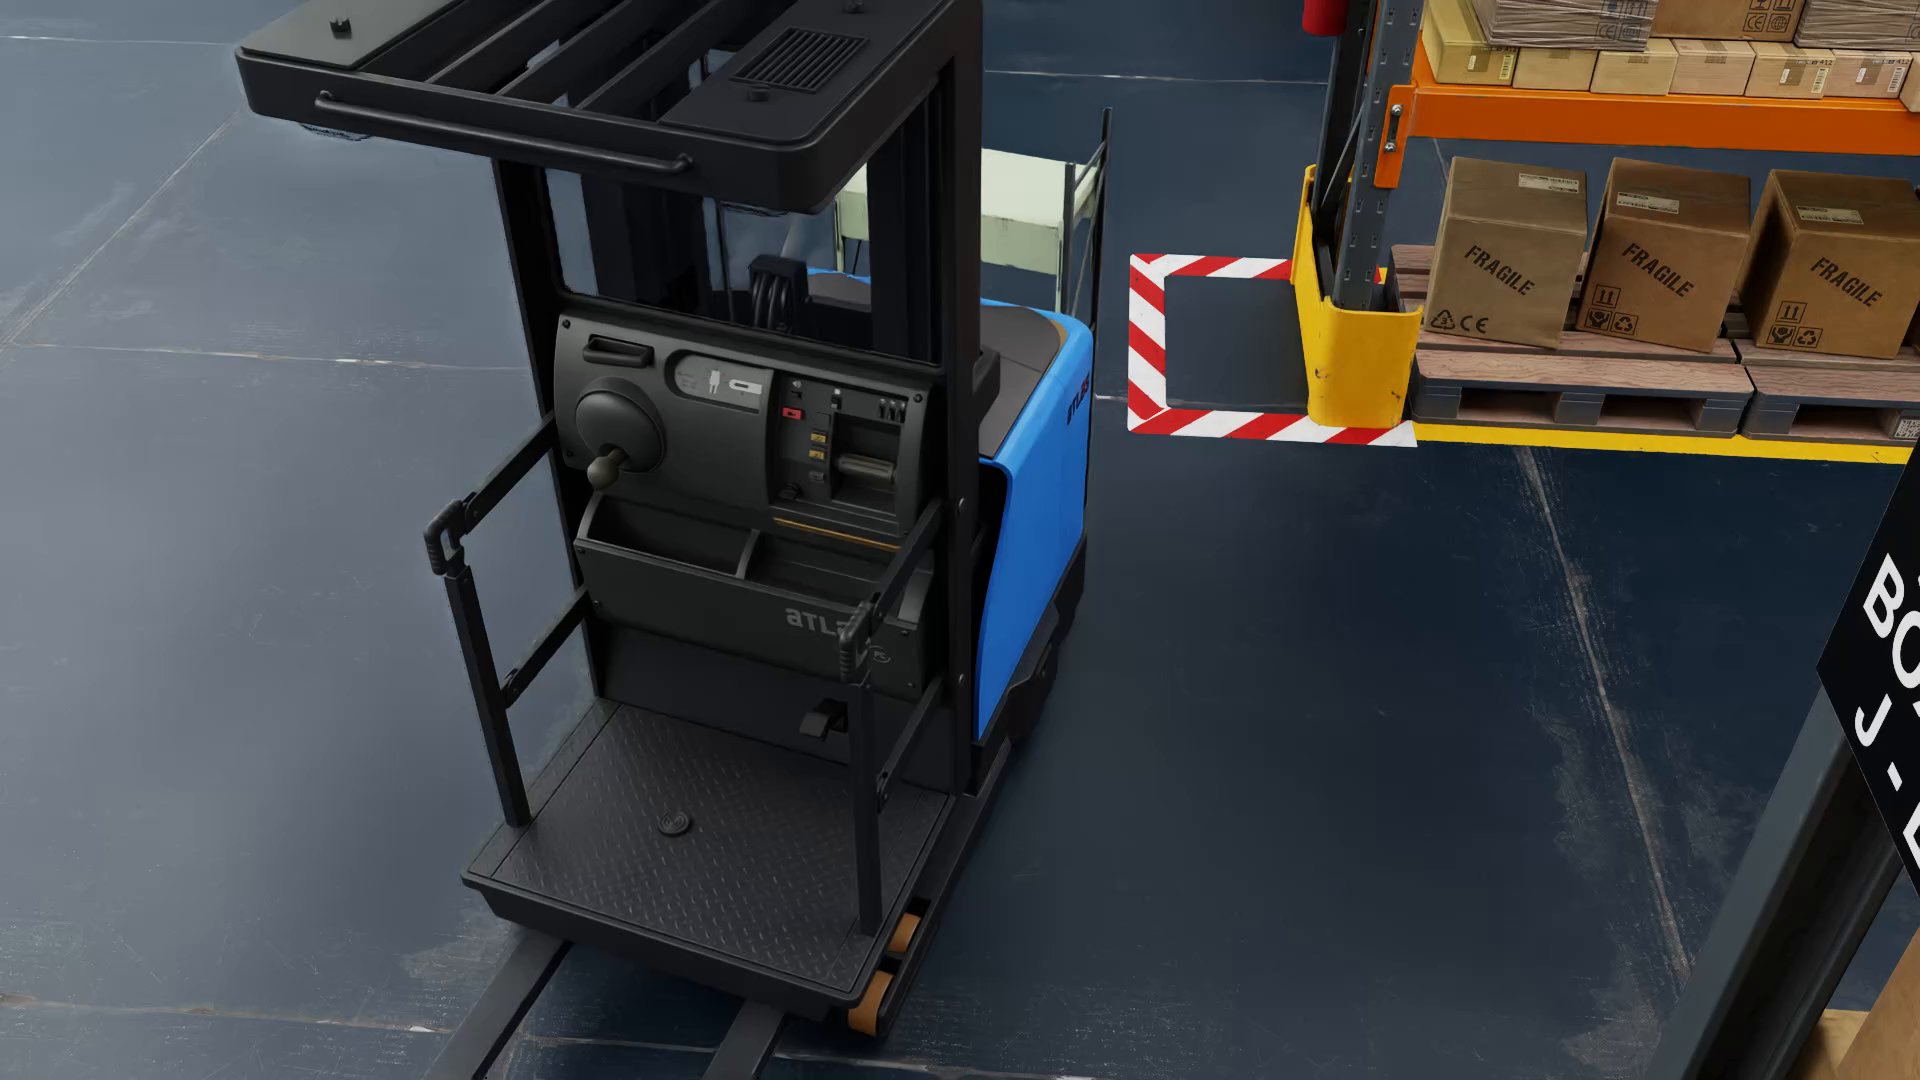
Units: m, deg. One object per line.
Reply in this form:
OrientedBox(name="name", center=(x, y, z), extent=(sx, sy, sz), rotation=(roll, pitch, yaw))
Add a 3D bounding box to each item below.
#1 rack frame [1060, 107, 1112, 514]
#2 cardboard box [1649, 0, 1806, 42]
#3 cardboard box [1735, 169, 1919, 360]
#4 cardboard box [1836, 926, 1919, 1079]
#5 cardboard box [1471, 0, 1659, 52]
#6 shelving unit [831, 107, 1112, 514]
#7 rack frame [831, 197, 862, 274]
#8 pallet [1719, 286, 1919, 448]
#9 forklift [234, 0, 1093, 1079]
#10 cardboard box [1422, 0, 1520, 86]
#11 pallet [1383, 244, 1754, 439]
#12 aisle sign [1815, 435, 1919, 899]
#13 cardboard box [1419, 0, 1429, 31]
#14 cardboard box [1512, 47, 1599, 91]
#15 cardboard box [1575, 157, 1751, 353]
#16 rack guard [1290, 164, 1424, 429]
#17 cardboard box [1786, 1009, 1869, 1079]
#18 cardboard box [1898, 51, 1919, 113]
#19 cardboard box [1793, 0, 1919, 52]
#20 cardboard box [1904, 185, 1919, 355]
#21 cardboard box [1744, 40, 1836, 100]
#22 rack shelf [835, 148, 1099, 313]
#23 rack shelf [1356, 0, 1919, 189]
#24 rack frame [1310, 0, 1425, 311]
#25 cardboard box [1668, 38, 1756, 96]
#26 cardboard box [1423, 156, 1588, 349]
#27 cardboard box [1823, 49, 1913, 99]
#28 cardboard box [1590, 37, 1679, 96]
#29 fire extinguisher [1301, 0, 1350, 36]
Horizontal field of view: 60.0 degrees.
OrientedBox(name="rack frame", center=(0.375, -0.591, 5.288), extent=(0.023, 1.500, 0.400), rotation=(13, 41, 16))
OrientedBox(name="cardboard box", center=(2.523, -2.113, 5.655), extent=(0.500, 0.500, 0.875), rotation=(3, 39, 4))
OrientedBox(name="cardboard box", center=(3.310, -1.050, 6.311), extent=(0.500, 0.500, 0.500), rotation=(7, 40, 8))
OrientedBox(name="cardboard box", center=(1.307, 0.723, 1.511), extent=(0.550, 0.550, 0.875), rotation=(3, 39, 4))
OrientedBox(name="cardboard box", center=(2.014, -2.065, 5.596), extent=(0.500, 0.500, 0.875), rotation=(3, 39, 4))
OrientedBox(name="shelving unit", center=(0.032, -0.671, 5.387), extent=(0.755, 1.500, 0.431), rotation=(13, 41, 16))
OrientedBox(name="rack frame", center=(-0.311, -0.752, 5.486), extent=(0.023, 1.500, 0.400), rotation=(13, 41, 16))
OrientedBox(name="pallet", center=(3.563, -0.738, 6.489), extent=(1.213, 0.211, 1.003), rotation=(3, 39, 4))
OrientedBox(name="forklift", center=(-0.585, -0.185, 3.656), extent=(1.130, 2.935, 3.031), rotation=(13, 41, 16))
OrientedBox(name="cardboard box", center=(1.732, -1.695, 5.655), extent=(0.250, 0.149, 0.380), rotation=(3, 39, 4))
OrientedBox(name="pallet", center=(2.351, -0.806, 6.573), extent=(1.213, 0.211, 1.003), rotation=(3, 39, 4))
OrientedBox(name="aisle sign", center=(0.895, -0.045, 1.370), extent=(0.004, 0.787, 0.394), rotation=(3, 39, 4))
OrientedBox(name="cardboard box", center=(1.771, -1.975, 5.999), extent=(0.250, 0.149, 0.380), rotation=(3, 39, 4))
OrientedBox(name="cardboard box", center=(1.980, -1.669, 5.624), extent=(0.250, 0.149, 0.380), rotation=(3, 39, 4))
OrientedBox(name="cardboard box", center=(2.688, -1.096, 6.368), extent=(0.500, 0.500, 0.500), rotation=(13, 41, 15))
OrientedBox(name="rack guard", center=(1.545, -0.984, 6.563), extent=(0.348, 0.500, 1.175), rotation=(3, 39, 4))
OrientedBox(name="cardboard box", center=(1.314, 1.089, 1.917), extent=(0.550, 0.550, 0.875), rotation=(3, 39, 4))
OrientedBox(name="cardboard box", center=(3.218, -1.552, 5.480), extent=(0.250, 0.149, 0.380), rotation=(3, 39, 4))
OrientedBox(name="cardboard box", center=(3.017, -2.059, 5.588), extent=(0.500, 0.500, 0.875), rotation=(3, 39, 4))
OrientedBox(name="cardboard box", center=(3.862, -0.991, 6.239), extent=(0.500, 0.500, 0.500), rotation=(0, 39, 0))
OrientedBox(name="cardboard box", center=(2.727, -1.628, 5.573), extent=(0.250, 0.149, 0.380), rotation=(3, 39, 4))
OrientedBox(name="rack shelf", center=(0.032, -0.974, 5.140), extent=(0.720, 0.370, 0.431), rotation=(13, 41, 16))
OrientedBox(name="rack shelf", center=(3.461, -1.570, 5.873), extent=(4.000, 0.370, 1.077), rotation=(3, 39, 4))
OrientedBox(name="rack frame", center=(1.469, -1.958, 5.779), extent=(0.127, 3.000, 1.000), rotation=(3, 39, 4))
OrientedBox(name="cardboard box", center=(2.478, -1.646, 5.595), extent=(0.250, 0.149, 0.380), rotation=(3, 39, 4))
OrientedBox(name="cardboard box", center=(2.090, -1.107, 6.381), extent=(0.500, 0.500, 0.500), rotation=(10, 40, 12))
OrientedBox(name="cardboard box", center=(2.978, -1.631, 5.577), extent=(0.250, 0.149, 0.380), rotation=(3, 39, 4))
OrientedBox(name="cardboard box", center=(2.227, -1.646, 5.596), extent=(0.250, 0.149, 0.380), rotation=(3, 39, 4))
OrientedBox(name="fire extinguisher", center=(1.395, -2.224, 6.168), extent=(0.183, 0.674, 0.296), rotation=(3, 39, 4))
